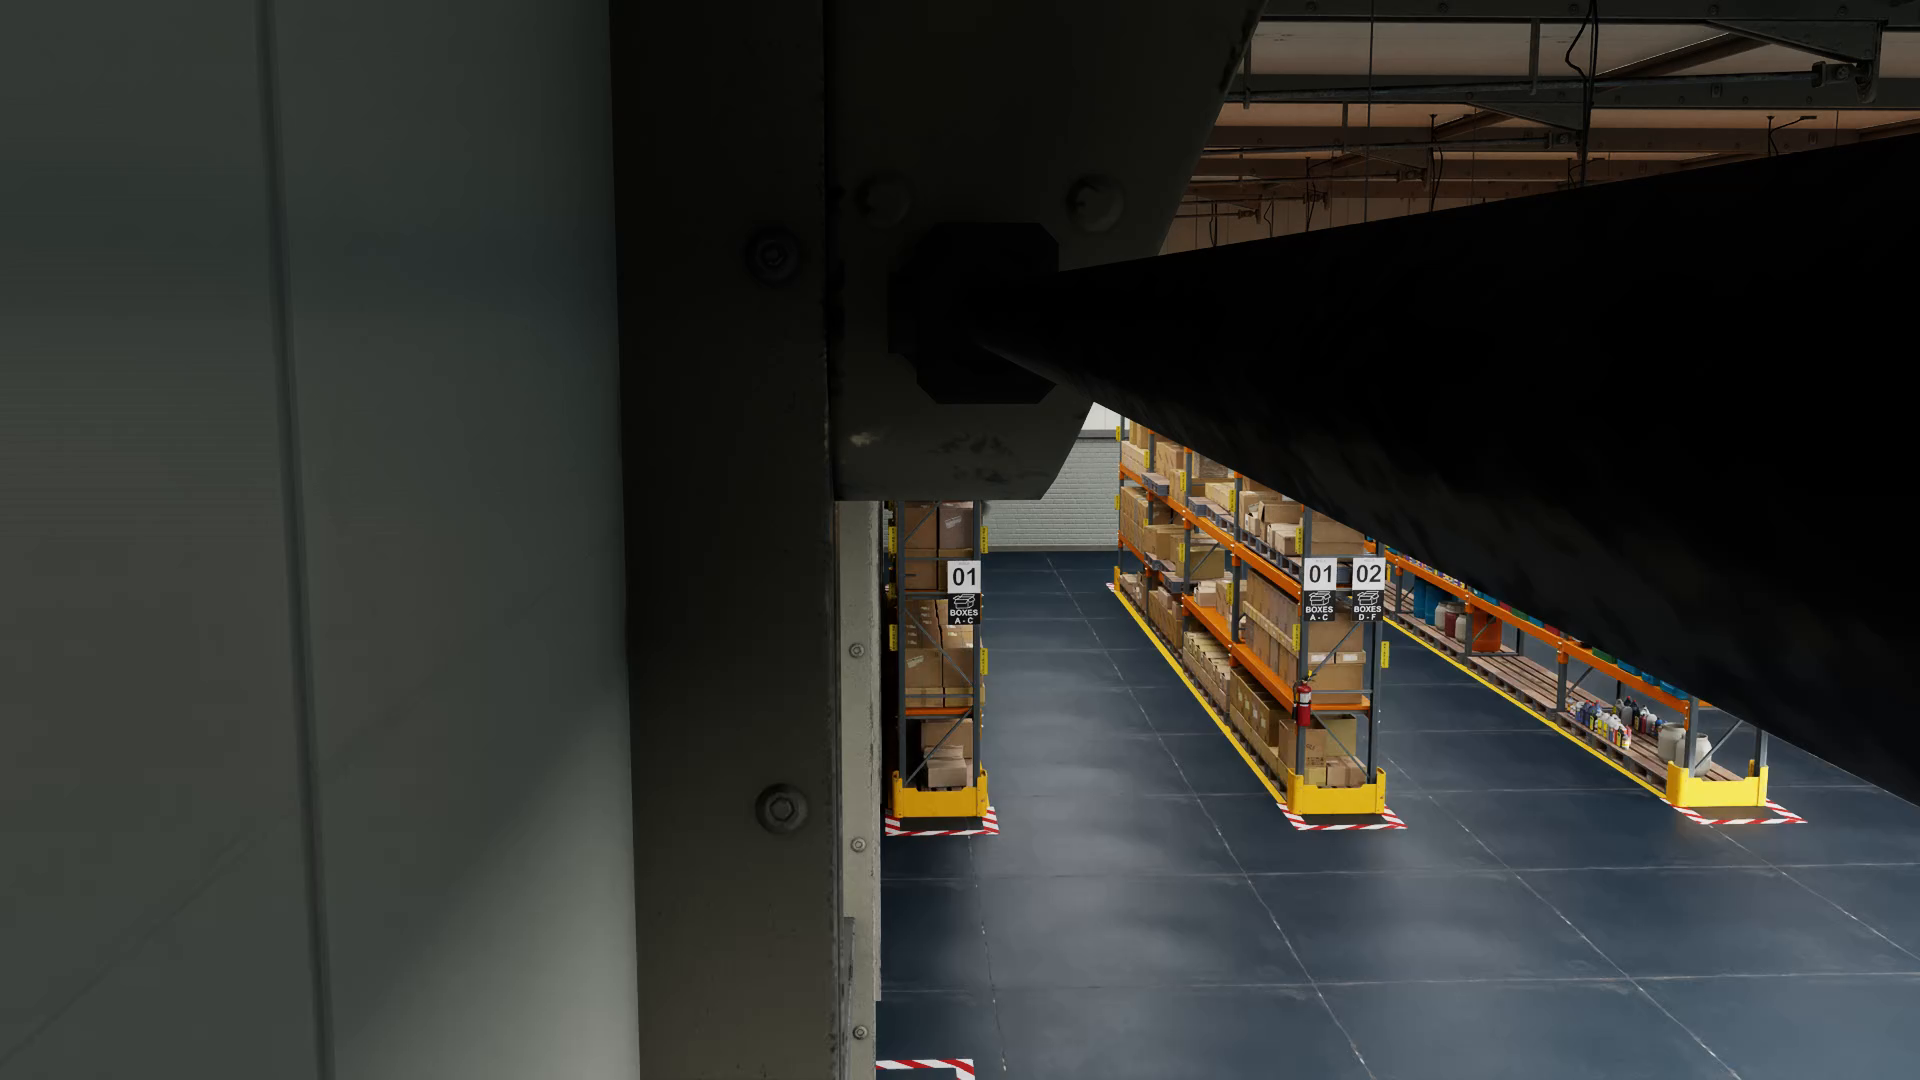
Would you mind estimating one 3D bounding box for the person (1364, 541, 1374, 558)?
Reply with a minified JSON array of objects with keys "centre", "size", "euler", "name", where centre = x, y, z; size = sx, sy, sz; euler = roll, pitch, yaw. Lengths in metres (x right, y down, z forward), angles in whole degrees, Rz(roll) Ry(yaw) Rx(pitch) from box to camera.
[{"centre":[7.821,0.814,32.466],"size":[0.665,1.742,0.546],"euler":[0,8,-3],"name":"person"}]
